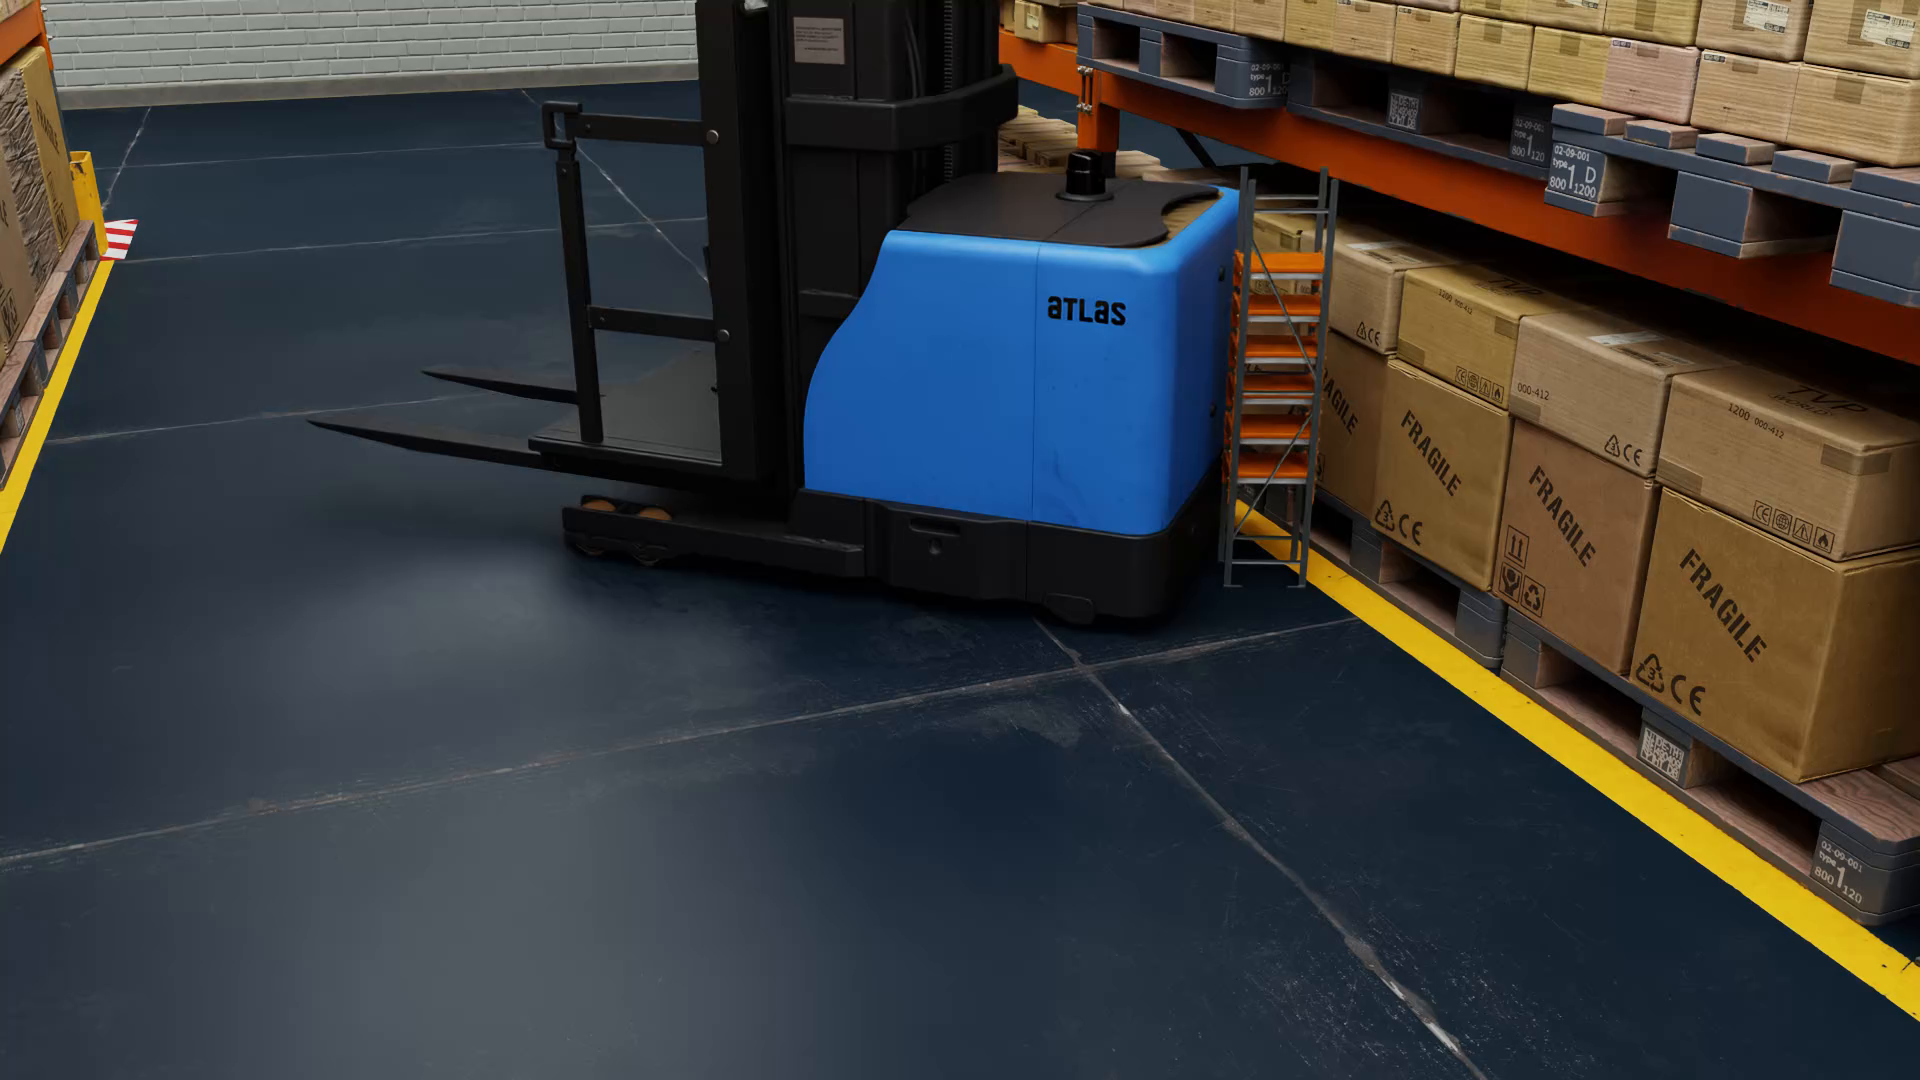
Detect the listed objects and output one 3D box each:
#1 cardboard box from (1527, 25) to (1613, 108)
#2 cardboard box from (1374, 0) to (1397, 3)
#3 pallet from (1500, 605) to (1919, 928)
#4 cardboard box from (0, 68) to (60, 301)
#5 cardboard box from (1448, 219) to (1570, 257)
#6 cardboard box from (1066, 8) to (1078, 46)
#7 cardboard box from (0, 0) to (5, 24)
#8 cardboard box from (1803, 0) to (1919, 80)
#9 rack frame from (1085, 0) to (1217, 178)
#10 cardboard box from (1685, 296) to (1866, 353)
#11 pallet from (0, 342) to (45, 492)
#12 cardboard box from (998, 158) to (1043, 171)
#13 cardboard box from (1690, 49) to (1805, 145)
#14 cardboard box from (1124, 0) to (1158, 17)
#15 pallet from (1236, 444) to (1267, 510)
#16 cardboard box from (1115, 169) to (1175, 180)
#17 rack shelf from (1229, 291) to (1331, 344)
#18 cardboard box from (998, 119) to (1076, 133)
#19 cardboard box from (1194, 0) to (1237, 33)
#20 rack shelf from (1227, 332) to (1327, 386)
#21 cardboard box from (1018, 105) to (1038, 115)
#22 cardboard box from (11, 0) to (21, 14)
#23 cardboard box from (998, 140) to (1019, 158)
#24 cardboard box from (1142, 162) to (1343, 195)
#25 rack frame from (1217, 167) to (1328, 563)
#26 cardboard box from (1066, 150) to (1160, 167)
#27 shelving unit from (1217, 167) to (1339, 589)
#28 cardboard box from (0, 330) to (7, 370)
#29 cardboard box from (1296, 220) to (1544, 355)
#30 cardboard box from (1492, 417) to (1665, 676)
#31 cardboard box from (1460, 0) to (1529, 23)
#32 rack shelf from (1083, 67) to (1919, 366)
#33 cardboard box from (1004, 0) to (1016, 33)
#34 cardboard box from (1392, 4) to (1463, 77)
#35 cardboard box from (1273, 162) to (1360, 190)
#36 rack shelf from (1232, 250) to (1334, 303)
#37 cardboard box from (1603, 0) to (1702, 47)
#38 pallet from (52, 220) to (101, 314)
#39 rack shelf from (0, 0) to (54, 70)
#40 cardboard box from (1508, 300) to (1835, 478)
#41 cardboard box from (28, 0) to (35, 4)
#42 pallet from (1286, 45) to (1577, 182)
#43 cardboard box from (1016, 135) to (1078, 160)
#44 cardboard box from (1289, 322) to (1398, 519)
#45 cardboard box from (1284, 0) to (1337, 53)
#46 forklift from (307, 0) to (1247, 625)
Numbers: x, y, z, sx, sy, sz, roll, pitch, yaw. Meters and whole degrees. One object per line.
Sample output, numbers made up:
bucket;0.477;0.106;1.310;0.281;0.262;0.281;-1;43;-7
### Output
cardboard box;1.501;-1.062;3.691;0.380;0.149;0.250;-9;24;-20
cardboard box;1.217;-1.487;4.317;0.380;0.149;0.250;-9;24;-20
pallet;2.092;0.407;4.012;1.003;0.211;1.213;-8;24;-19
cardboard box;-4.512;-1.519;7.186;0.875;0.875;0.875;-8;24;-19
cardboard box;1.823;-0.819;5.044;0.500;0.250;0.500;-9;25;-21
cardboard box;0.634;-2.003;6.463;0.380;0.149;0.250;-9;24;-20
cardboard box;-4.339;-2.286;7.134;0.380;0.149;0.250;-9;24;-20
cardboard box;1.767;-0.925;2.983;0.380;0.149;0.250;-8;24;-18
rack frame;0.954;-2.047;6.244;1.000;3.000;0.127;-8;24;-19
cardboard box;2.171;-0.449;4.165;0.500;0.250;0.500;-9;24;-20
pallet;-3.917;-0.405;5.939;1.003;0.211;1.213;-8;24;-19
cardboard box;0.162;-1.662;7.695;0.380;0.149;0.250;-10;25;-22
cardboard box;1.677;-0.878;3.254;0.380;0.149;0.250;-8;24;-19
cardboard box;0.766;-1.818;5.485;0.380;0.149;0.250;-8;24;-18
pallet;1.230;-0.479;6.115;1.003;0.211;1.213;-8;24;-19
cardboard box;0.849;-1.548;7.424;0.380;0.149;0.250;-9;24;-20
rack shelf;0.898;-0.626;4.684;0.258;0.103;0.180;1;23;3
cardboard box;0.390;-2.128;8.801;0.380;0.149;0.250;-7;24;-17
cardboard box;0.939;-1.636;5.052;0.380;0.149;0.250;-8;24;-18
rack shelf;0.899;-0.516;4.731;0.258;0.103;0.180;1;23;3
cardboard box;0.210;-2.321;9.258;0.380;0.149;0.250;-9;24;-20
cardboard box;-4.520;-2.470;7.573;0.380;0.149;0.250;-8;24;-19
cardboard box;0.070;-1.864;8.173;0.380;0.149;0.250;-8;24;-19
cardboard box;0.968;-1.129;5.780;0.500;0.250;0.500;-9;25;-21
rack frame;0.904;-0.482;4.845;0.240;1.200;0.006;1;23;3
cardboard box;0.722;-1.743;7.888;0.380;0.149;0.250;-8;24;-18
shelving unit;0.899;-0.446;4.760;0.258;1.200;0.189;1;23;3
cardboard box;-3.880;-0.868;5.643;0.875;0.875;0.875;-8;24;-19
cardboard box;1.334;-0.750;4.880;0.500;0.250;0.500;-7;24;-17
cardboard box;1.710;-0.028;4.131;0.500;0.500;0.500;-7;24;-17
cardboard box;1.402;-1.299;3.870;0.380;0.149;0.250;-9;24;-19
rack shelf;1.661;-0.989;4.660;1.077;0.370;4.000;-8;24;-19
cardboard box;0.403;-2.187;6.900;0.380;0.149;0.250;-7;24;-17
cardboard box;1.315;-1.254;4.146;0.380;0.149;0.250;-8;24;-17
cardboard box;1.454;-1.198;5.943;0.500;0.250;0.500;-9;24;-20
rack shelf;0.897;-0.737;4.636;0.258;0.103;0.180;1;23;3
cardboard box;1.575;-1.117;3.439;0.380;0.149;0.250;-8;24;-18
pallet;-4.779;-1.292;8.043;1.003;0.211;1.213;-8;24;-19
rack shelf;-4.428;-1.798;6.581;1.077;0.370;4.000;-8;24;-19
cardboard box;1.692;-0.375;3.990;0.500;0.250;0.500;-8;24;-18
cardboard box;-4.701;-2.656;8.014;0.380;0.149;0.250;-8;24;-18
pallet;1.630;-1.219;4.526;1.003;0.211;1.213;-8;24;-19
cardboard box;0.498;-1.926;8.321;0.380;0.149;0.250;-8;24;-19
cardboard box;1.353;-0.403;5.022;0.500;0.500;0.500;-8;24;-18
cardboard box;1.129;-1.445;4.598;0.380;0.149;0.250;-9;24;-20
forklift;-0.686;-1.460;4.940;3.031;2.935;1.130;9;24;19
